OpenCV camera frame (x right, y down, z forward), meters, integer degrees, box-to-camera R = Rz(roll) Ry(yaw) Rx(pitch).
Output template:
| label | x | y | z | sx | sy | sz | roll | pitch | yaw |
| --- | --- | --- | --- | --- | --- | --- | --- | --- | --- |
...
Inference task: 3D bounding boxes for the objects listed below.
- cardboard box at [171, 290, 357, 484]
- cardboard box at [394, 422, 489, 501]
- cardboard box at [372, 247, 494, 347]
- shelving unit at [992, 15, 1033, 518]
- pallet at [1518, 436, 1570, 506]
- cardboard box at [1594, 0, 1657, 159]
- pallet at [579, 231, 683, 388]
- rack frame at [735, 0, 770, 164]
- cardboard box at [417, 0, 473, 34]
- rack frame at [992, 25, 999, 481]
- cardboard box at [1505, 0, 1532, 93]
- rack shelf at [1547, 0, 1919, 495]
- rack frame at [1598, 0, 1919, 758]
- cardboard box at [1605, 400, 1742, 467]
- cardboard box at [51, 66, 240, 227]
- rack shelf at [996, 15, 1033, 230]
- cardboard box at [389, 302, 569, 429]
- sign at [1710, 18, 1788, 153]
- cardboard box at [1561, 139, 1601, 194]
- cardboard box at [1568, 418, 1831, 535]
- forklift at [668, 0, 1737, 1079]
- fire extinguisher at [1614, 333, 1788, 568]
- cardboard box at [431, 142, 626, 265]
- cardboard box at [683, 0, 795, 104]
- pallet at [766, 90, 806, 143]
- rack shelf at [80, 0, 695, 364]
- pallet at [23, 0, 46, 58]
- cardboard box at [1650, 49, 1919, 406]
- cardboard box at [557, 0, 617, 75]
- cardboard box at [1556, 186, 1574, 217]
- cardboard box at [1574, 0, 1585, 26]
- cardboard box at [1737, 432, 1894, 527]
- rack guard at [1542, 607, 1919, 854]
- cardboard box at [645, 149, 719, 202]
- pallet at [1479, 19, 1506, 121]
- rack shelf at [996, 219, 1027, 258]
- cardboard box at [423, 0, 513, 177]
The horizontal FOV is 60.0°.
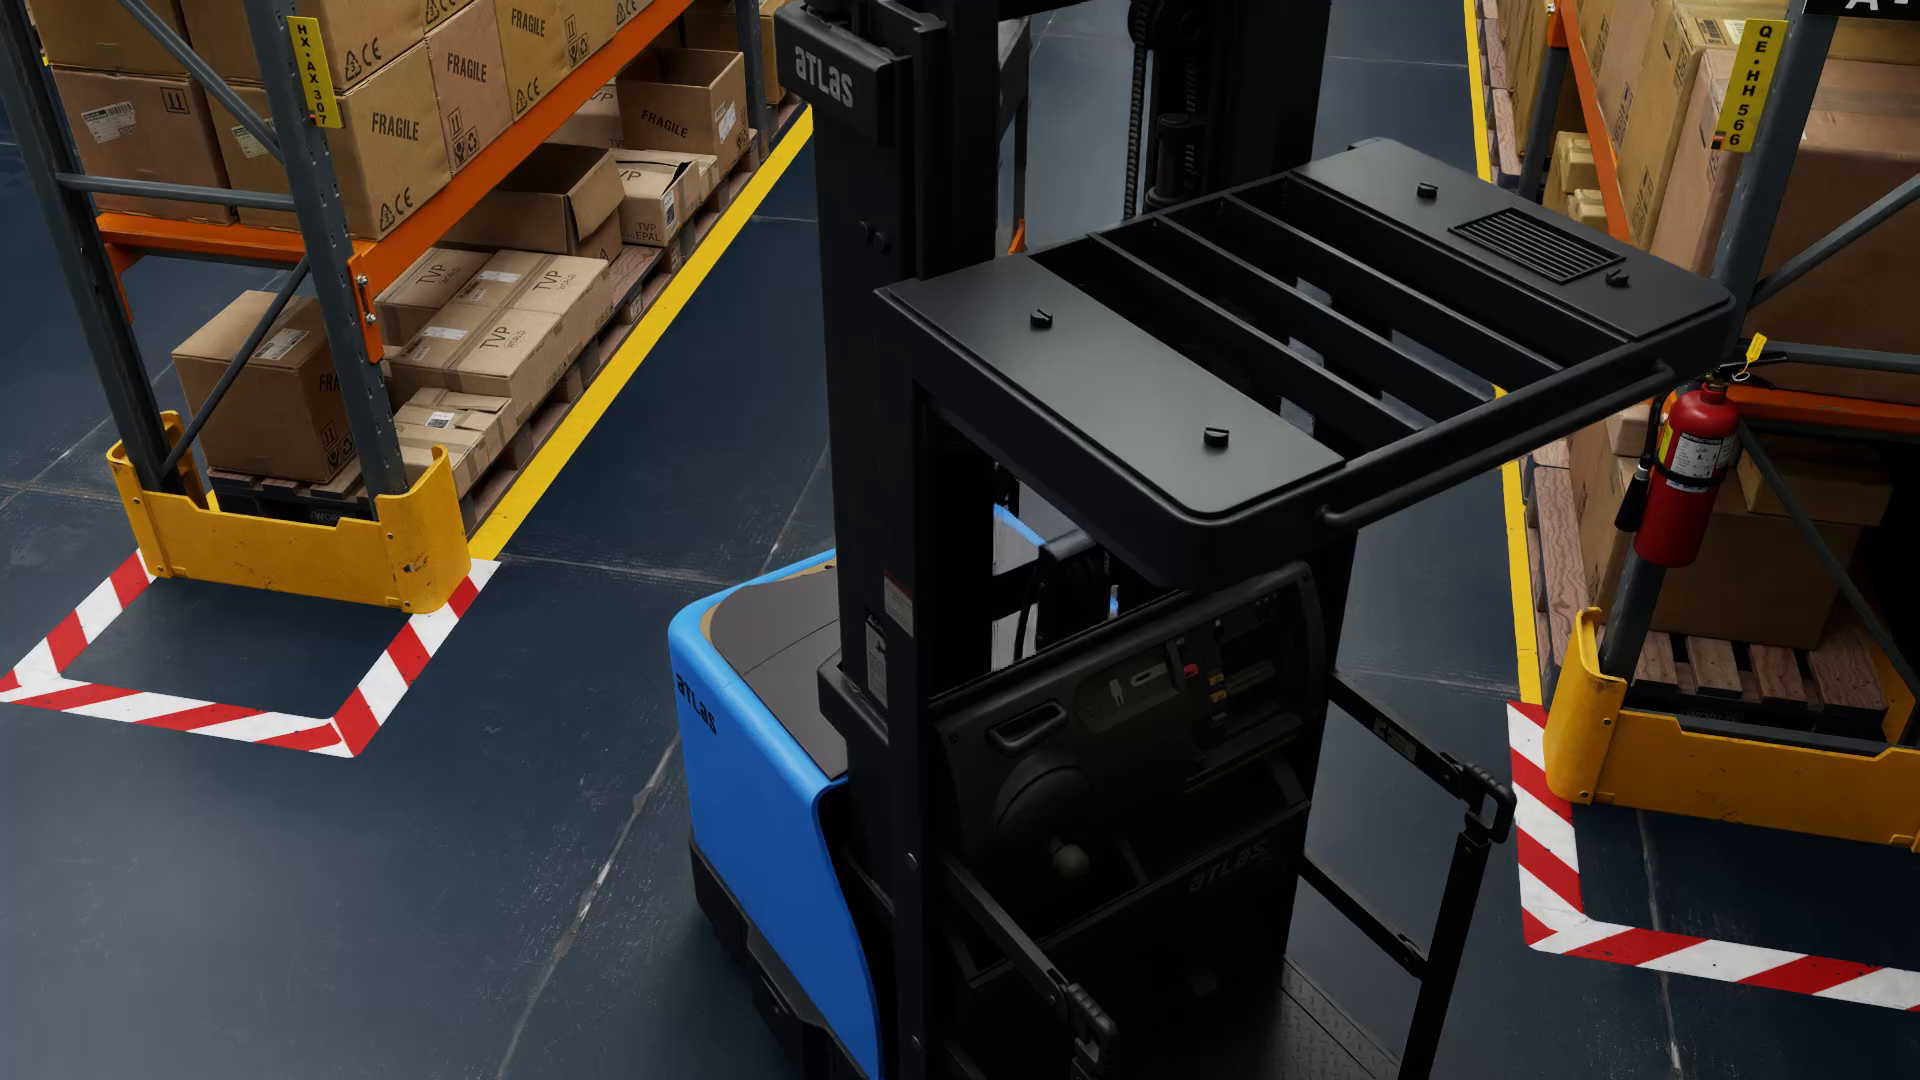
| label | x | y | z | sx | sy | sz | roll | pitch | yaw |
| --- | --- | --- | --- | --- | --- | --- | --- | --- | --- |
| cardboard box | -2.530 | -0.580 | 6.250 | 0.500 | 0.500 | 0.500 | 7 | 37 | 10 |
| cardboard box | -1.981 | -0.293 | 6.152 | 0.380 | 0.149 | 0.250 | 7 | 37 | 10 |
| cardboard box | -2.298 | -1.020 | 7.070 | 0.500 | 0.250 | 0.500 | 7 | 37 | 10 |
| shelving unit | -0.035 | -0.755 | 5.503 | 0.431 | 2.100 | 0.503 | 7 | 37 | 10 |
| pallet | 2.791 | -0.489 | 6.746 | 1.003 | 0.211 | 1.213 | 7 | 37 | 10 |
| cardboard box | 2.850 | -1.723 | 5.815 | 0.980 | 0.700 | 0.700 | 6 | 36 | 8 |
| pallet | -1.958 | -1.141 | 7.644 | 1.003 | 0.211 | 1.213 | 7 | 37 | 10 |
| rack frame | -1.552 | -3.365 | 8.337 | 1.000 | 3.000 | 0.127 | 7 | 37 | 10 |
| cardboard box | -1.949 | -2.039 | 5.570 | 0.500 | 0.500 | 0.500 | 8 | 37 | 10 |
| rack frame | -0.087 | -0.615 | 5.310 | 0.400 | 2.100 | 0.015 | 7 | 37 | 10 |
| cardboard box | 3.487 | -2.945 | 9.231 | 0.750 | 0.750 | 0.750 | 8 | 37 | 11 |
| rack shelf | 2.861 | -1.308 | 6.112 | 1.077 | 0.370 | 4.000 | 7 | 37 | 10 |
| rack frame | 2.434 | -0.453 | 4.319 | 1.000 | 3.000 | 0.127 | 7 | 37 | 10 |
| cardboard box | 2.335 | -0.384 | 5.443 | 0.380 | 0.149 | 0.250 | 7 | 37 | 9 |
| cardboard box | -2.576 | -1.403 | 5.545 | 0.500 | 0.500 | 0.500 | 8 | 37 | 11 |
| rack shelf | -0.035 | -1.311 | 5.100 | 0.431 | 0.518 | 0.480 | 7 | 37 | 10 |
| cardboard box | -1.906 | -0.699 | 6.627 | 0.500 | 0.250 | 0.500 | 7 | 37 | 10 |
| sign | 1.907 | -1.094 | 4.015 | 0.100 | 0.325 | 0.005 | 7 | 37 | 10 |
| cardboard box | 2.777 | -1.577 | 7.090 | 0.380 | 0.149 | 0.250 | 8 | 37 | 12 |
| cardboard box | 2.593 | -0.312 | 5.896 | 0.700 | 0.500 | 0.500 | 7 | 37 | 10 |
| forklift | 0.488 | 0.421 | 3.172 | 1.130 | 2.935 | 3.031 | -22 | 41 | -27 |
| fire extinguisher | 1.951 | -0.242 | 4.412 | 0.296 | 0.674 | 0.183 | 7 | 37 | 10 |
| cardboard box | -1.948 | -1.455 | 7.453 | 0.797 | 0.503 | 0.637 | 7 | 37 | 10 |
| cardboard box | -1.210 | -2.778 | 9.282 | 0.500 | 0.500 | 0.500 | 6 | 36 | 8 |
| pallet | -1.415 | -2.707 | 9.805 | 1.003 | 0.211 | 1.213 | 7 | 37 | 10 |
| rack shelf | -1.979 | -1.927 | 6.966 | 1.077 | 0.370 | 4.000 | 7 | 37 | 10 |
| pallet | -6.184 | -3.296 | 10.618 | 1.003 | 0.211 | 1.213 | 7 | 37 | 10 |
| cardboard box | 2.533 | -0.868 | 4.636 | 0.980 | 0.700 | 0.700 | 9 | 37 | 12 |
| cardboard box | -1.730 | -2.204 | 6.650 | 0.500 | 0.500 | 0.500 | 8 | 37 | 11 |
| cardboard box | 2.918 | -1.201 | 7.123 | 0.700 | 0.500 | 0.500 | 7 | 37 | 9 |
| cardboard box | 3.157 | -2.559 | 6.969 | 0.980 | 0.700 | 0.700 | 8 | 37 | 11 |
| cardboard box | 2.655 | -0.191 | 5.177 | 0.380 | 0.149 | 0.250 | 8 | 37 | 10 |
| rack guard | 2.429 | 0.573 | 5.034 | 1.175 | 0.500 | 0.348 | 7 | 37 | 10 |
| cardboard box | -1.418 | -1.804 | 8.238 | 0.380 | 0.149 | 0.250 | 7 | 37 | 10 |
| pallet | 3.638 | -2.771 | 9.893 | 1.003 | 0.211 | 1.213 | 7 | 37 | 10 |
| rack shelf | -0.035 | -0.744 | 5.511 | 0.431 | 0.518 | 0.480 | 7 | 37 | 10 |
| cardboard box | -1.949 | -1.630 | 5.858 | 0.500 | 0.500 | 0.500 | 7 | 37 | 10 |
